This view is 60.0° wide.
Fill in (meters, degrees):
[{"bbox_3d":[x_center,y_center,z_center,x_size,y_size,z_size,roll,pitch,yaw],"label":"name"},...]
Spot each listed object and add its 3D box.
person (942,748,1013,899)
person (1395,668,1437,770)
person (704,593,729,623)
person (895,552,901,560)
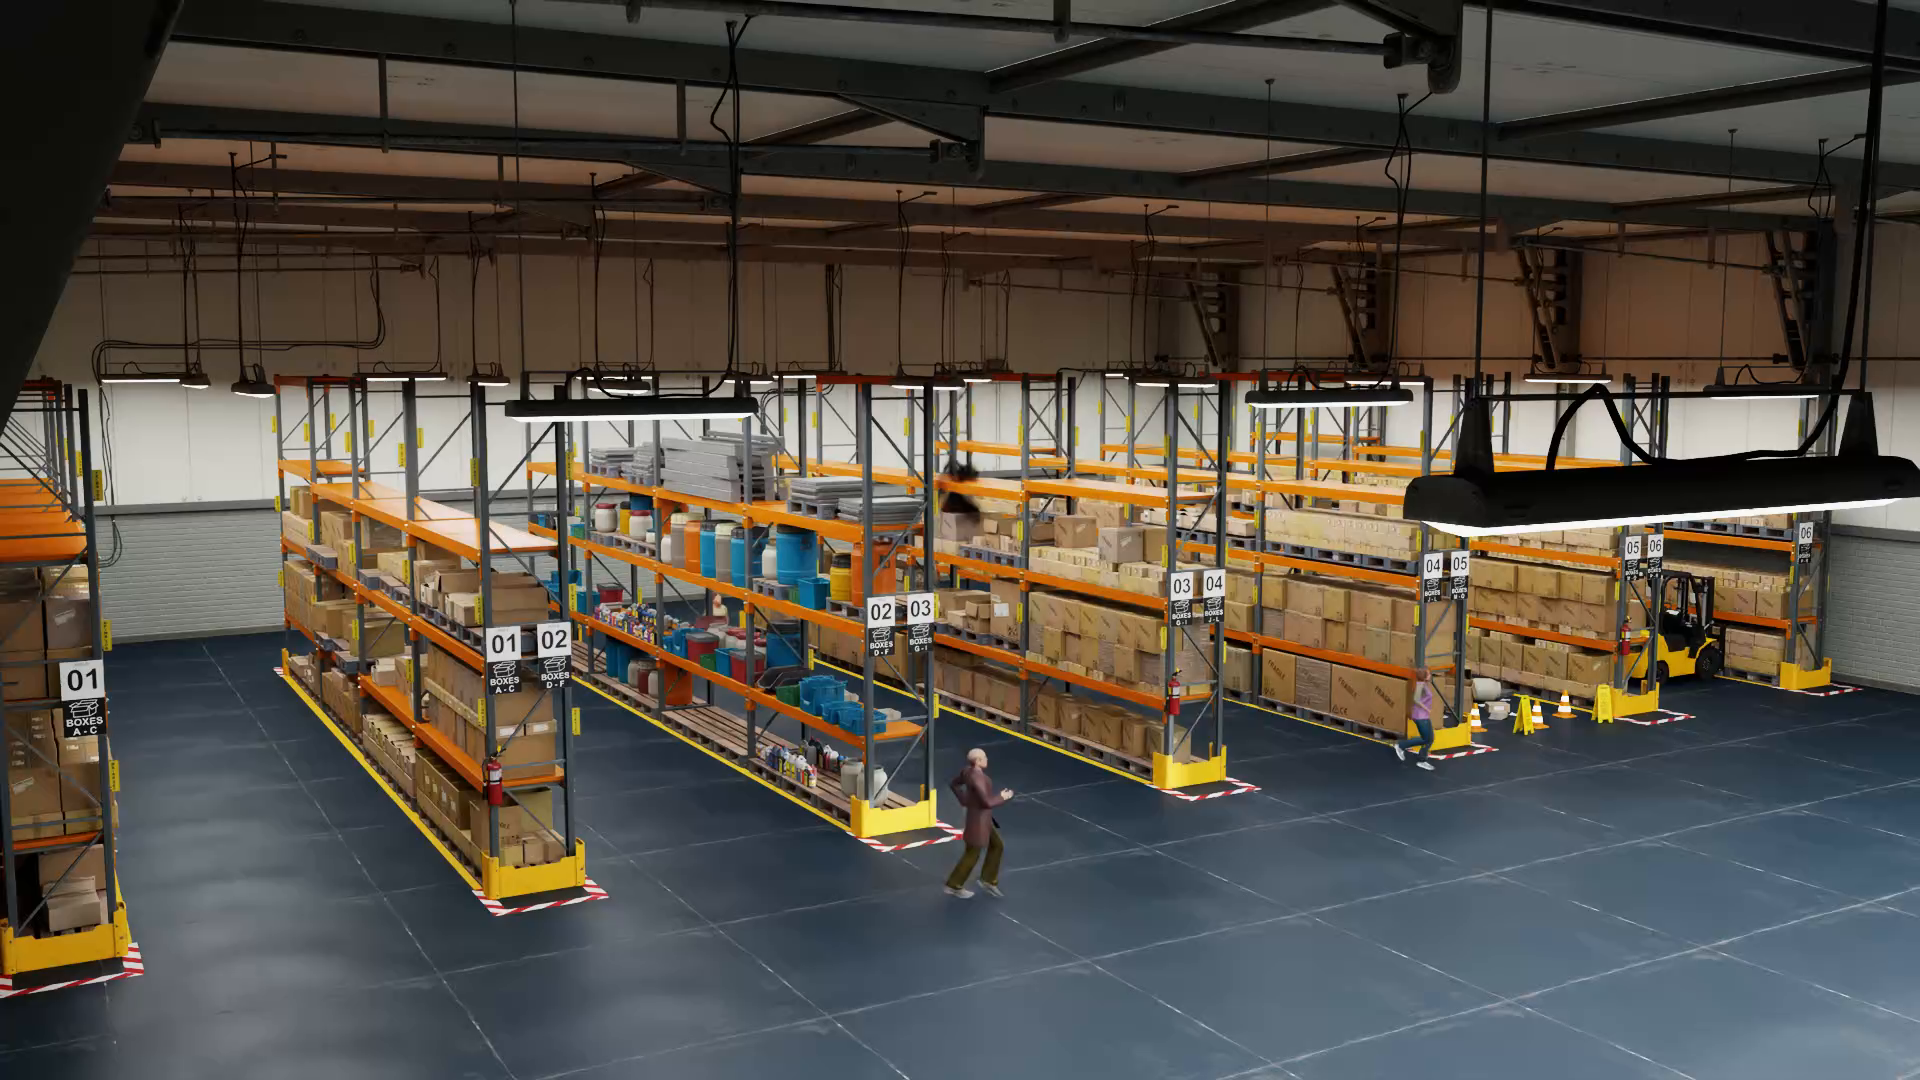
[{"bbox_3d":[0.206,3.428,19.398,0.839,1.647,0.669,-1,6,-5],"label":"person"},{"bbox_3d":[7.085,2.751,25.791,0.616,1.567,0.561,2,7,21],"label":"person"},{"bbox_3d":[-4.892,1.858,33.507,0.565,1.624,0.548,-4,8,-34],"label":"person"},{"bbox_3d":[-1.813,1.014,41.089,0.798,1.717,0.808,-6,9,-44],"label":"person"}]
